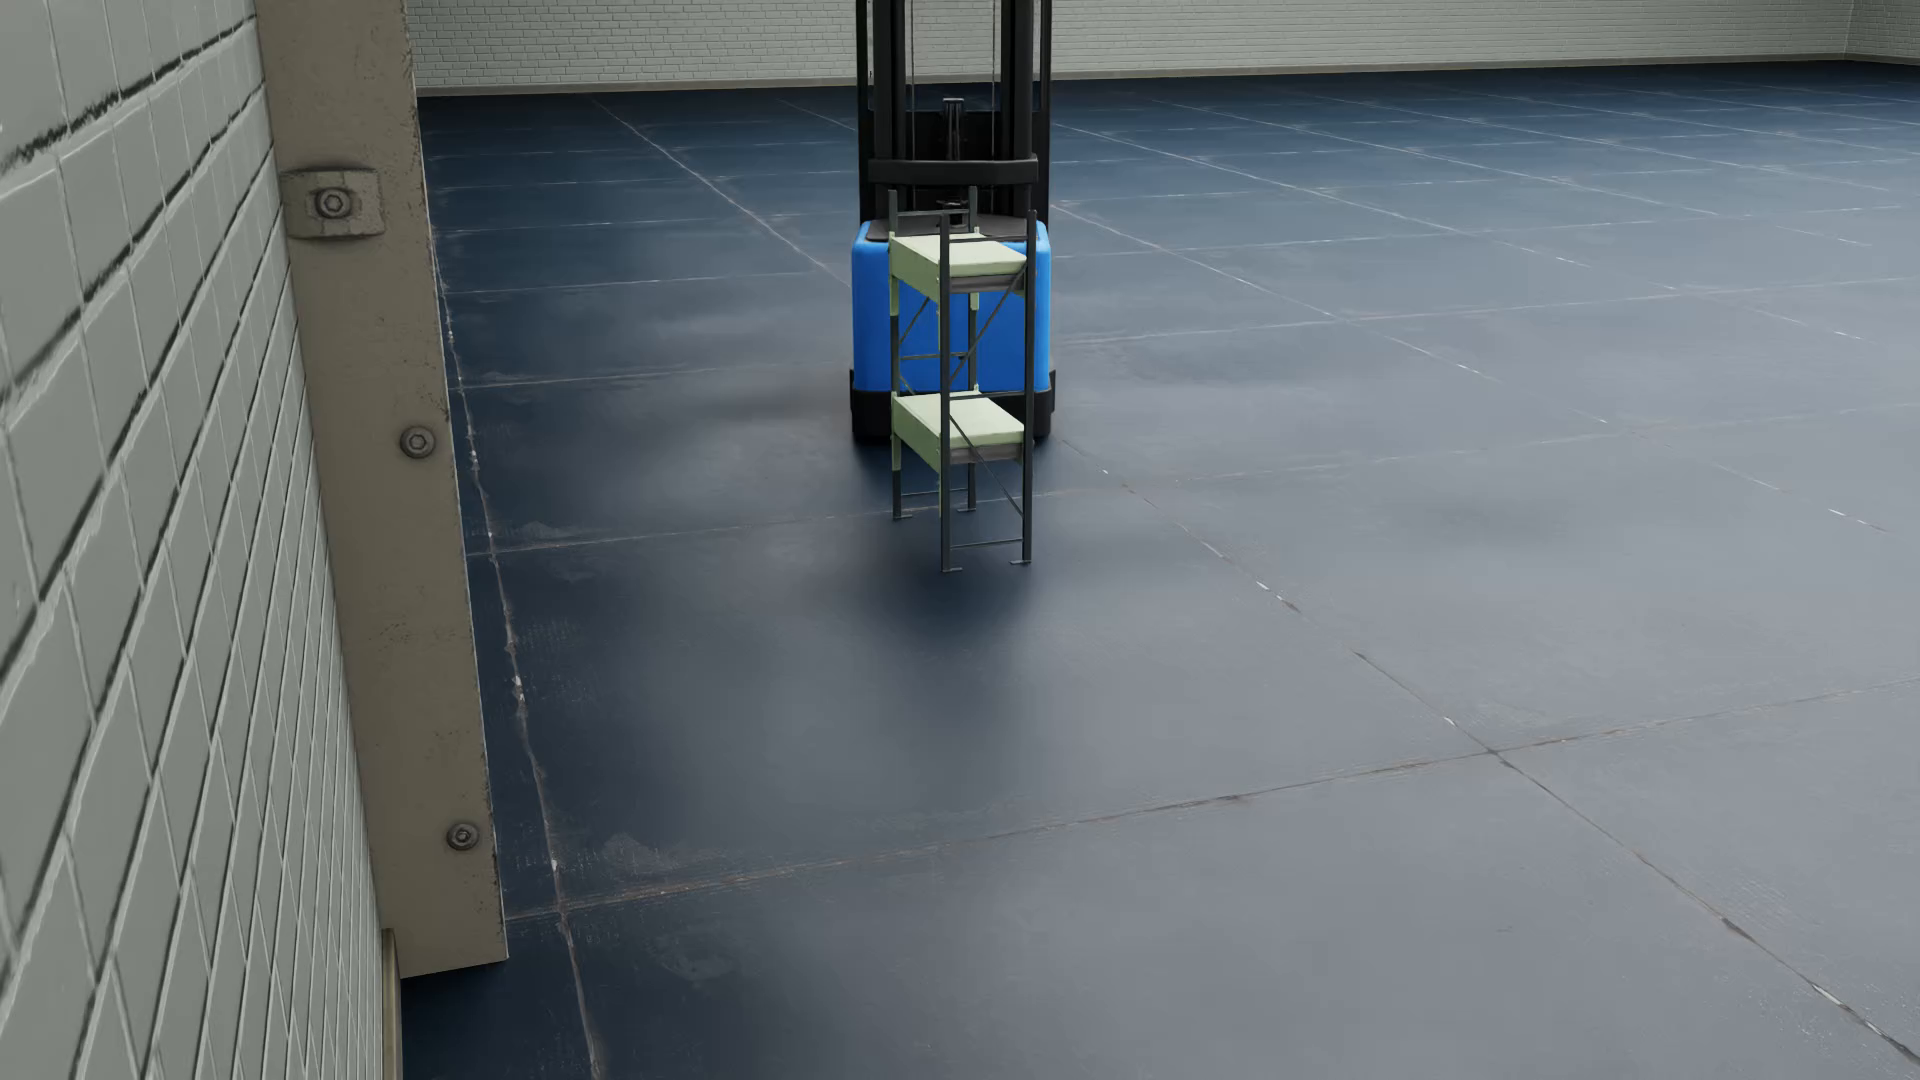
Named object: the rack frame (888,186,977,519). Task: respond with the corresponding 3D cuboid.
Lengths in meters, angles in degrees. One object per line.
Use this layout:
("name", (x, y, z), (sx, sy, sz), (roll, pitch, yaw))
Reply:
("rack frame", (-0.117, -0.825, 7.496), (0.400, 1.500, 0.023), (-6, 21, -17))

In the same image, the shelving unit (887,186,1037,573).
("shelving unit", (-0.002, -0.708, 7.169), (0.431, 1.500, 0.755), (-6, 21, -17))

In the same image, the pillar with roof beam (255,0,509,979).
("pillar with roof beam", (2.695, -3.641, 4.241), (9.100, 9.000, 0.400), (-6, 21, -17))

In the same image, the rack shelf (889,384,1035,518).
("rack shelf", (-0.002, -0.401, 7.279), (0.431, 0.370, 0.720), (-6, 21, -17))

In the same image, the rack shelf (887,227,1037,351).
("rack shelf", (-0.002, -1.075, 7.037), (0.431, 0.370, 0.720), (-6, 21, -17))

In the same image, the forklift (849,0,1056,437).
("forklift", (-0.032, -2.364, 9.663), (1.130, 2.935, 3.031), (0, 20, 1))

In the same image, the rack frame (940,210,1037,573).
("rack frame", (0.113, -0.591, 6.842), (0.400, 1.500, 0.023), (-6, 21, -17))
